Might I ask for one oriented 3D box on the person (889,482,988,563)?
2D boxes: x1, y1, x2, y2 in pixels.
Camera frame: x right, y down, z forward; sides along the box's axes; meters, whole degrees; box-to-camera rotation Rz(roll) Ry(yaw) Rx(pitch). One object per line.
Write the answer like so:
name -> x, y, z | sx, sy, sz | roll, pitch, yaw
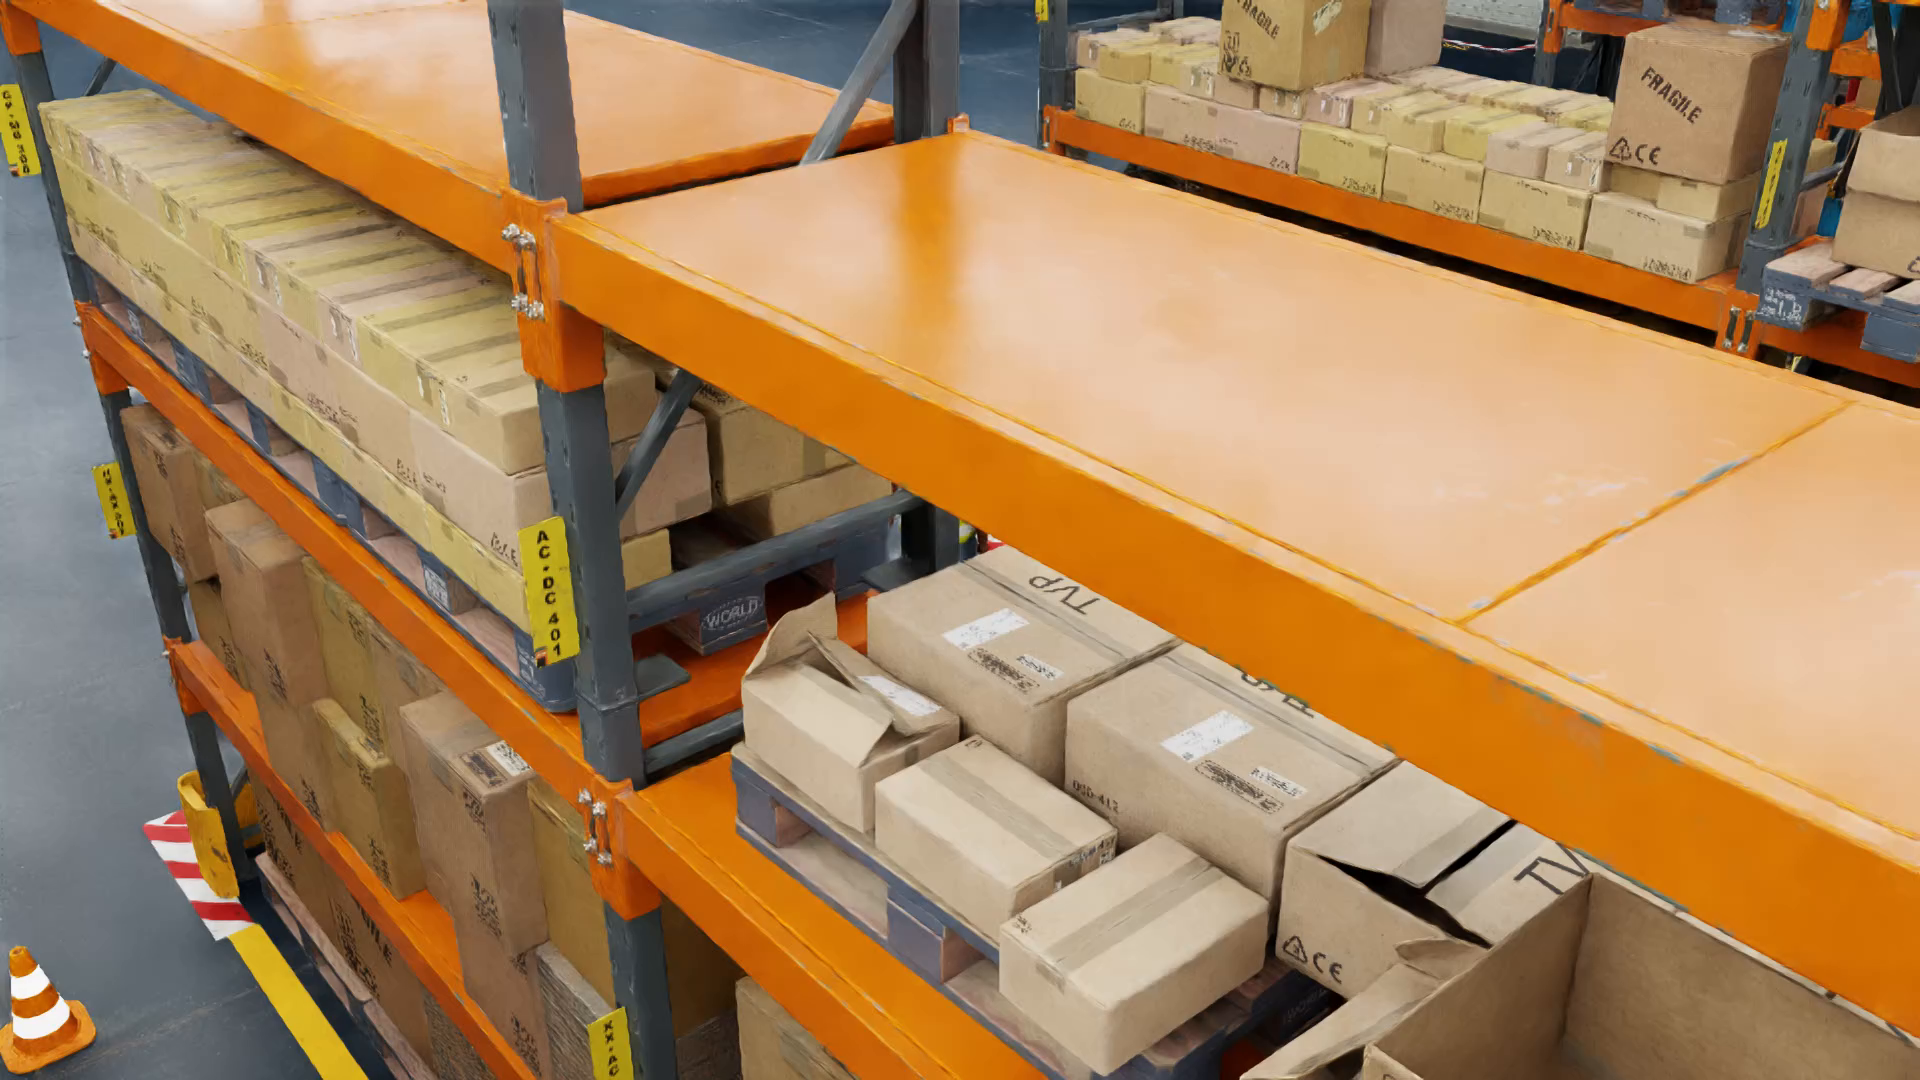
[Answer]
person -> -0.148, -0.058, 8.840 | 0.714, 1.770, 0.341 | 11, 30, 19
